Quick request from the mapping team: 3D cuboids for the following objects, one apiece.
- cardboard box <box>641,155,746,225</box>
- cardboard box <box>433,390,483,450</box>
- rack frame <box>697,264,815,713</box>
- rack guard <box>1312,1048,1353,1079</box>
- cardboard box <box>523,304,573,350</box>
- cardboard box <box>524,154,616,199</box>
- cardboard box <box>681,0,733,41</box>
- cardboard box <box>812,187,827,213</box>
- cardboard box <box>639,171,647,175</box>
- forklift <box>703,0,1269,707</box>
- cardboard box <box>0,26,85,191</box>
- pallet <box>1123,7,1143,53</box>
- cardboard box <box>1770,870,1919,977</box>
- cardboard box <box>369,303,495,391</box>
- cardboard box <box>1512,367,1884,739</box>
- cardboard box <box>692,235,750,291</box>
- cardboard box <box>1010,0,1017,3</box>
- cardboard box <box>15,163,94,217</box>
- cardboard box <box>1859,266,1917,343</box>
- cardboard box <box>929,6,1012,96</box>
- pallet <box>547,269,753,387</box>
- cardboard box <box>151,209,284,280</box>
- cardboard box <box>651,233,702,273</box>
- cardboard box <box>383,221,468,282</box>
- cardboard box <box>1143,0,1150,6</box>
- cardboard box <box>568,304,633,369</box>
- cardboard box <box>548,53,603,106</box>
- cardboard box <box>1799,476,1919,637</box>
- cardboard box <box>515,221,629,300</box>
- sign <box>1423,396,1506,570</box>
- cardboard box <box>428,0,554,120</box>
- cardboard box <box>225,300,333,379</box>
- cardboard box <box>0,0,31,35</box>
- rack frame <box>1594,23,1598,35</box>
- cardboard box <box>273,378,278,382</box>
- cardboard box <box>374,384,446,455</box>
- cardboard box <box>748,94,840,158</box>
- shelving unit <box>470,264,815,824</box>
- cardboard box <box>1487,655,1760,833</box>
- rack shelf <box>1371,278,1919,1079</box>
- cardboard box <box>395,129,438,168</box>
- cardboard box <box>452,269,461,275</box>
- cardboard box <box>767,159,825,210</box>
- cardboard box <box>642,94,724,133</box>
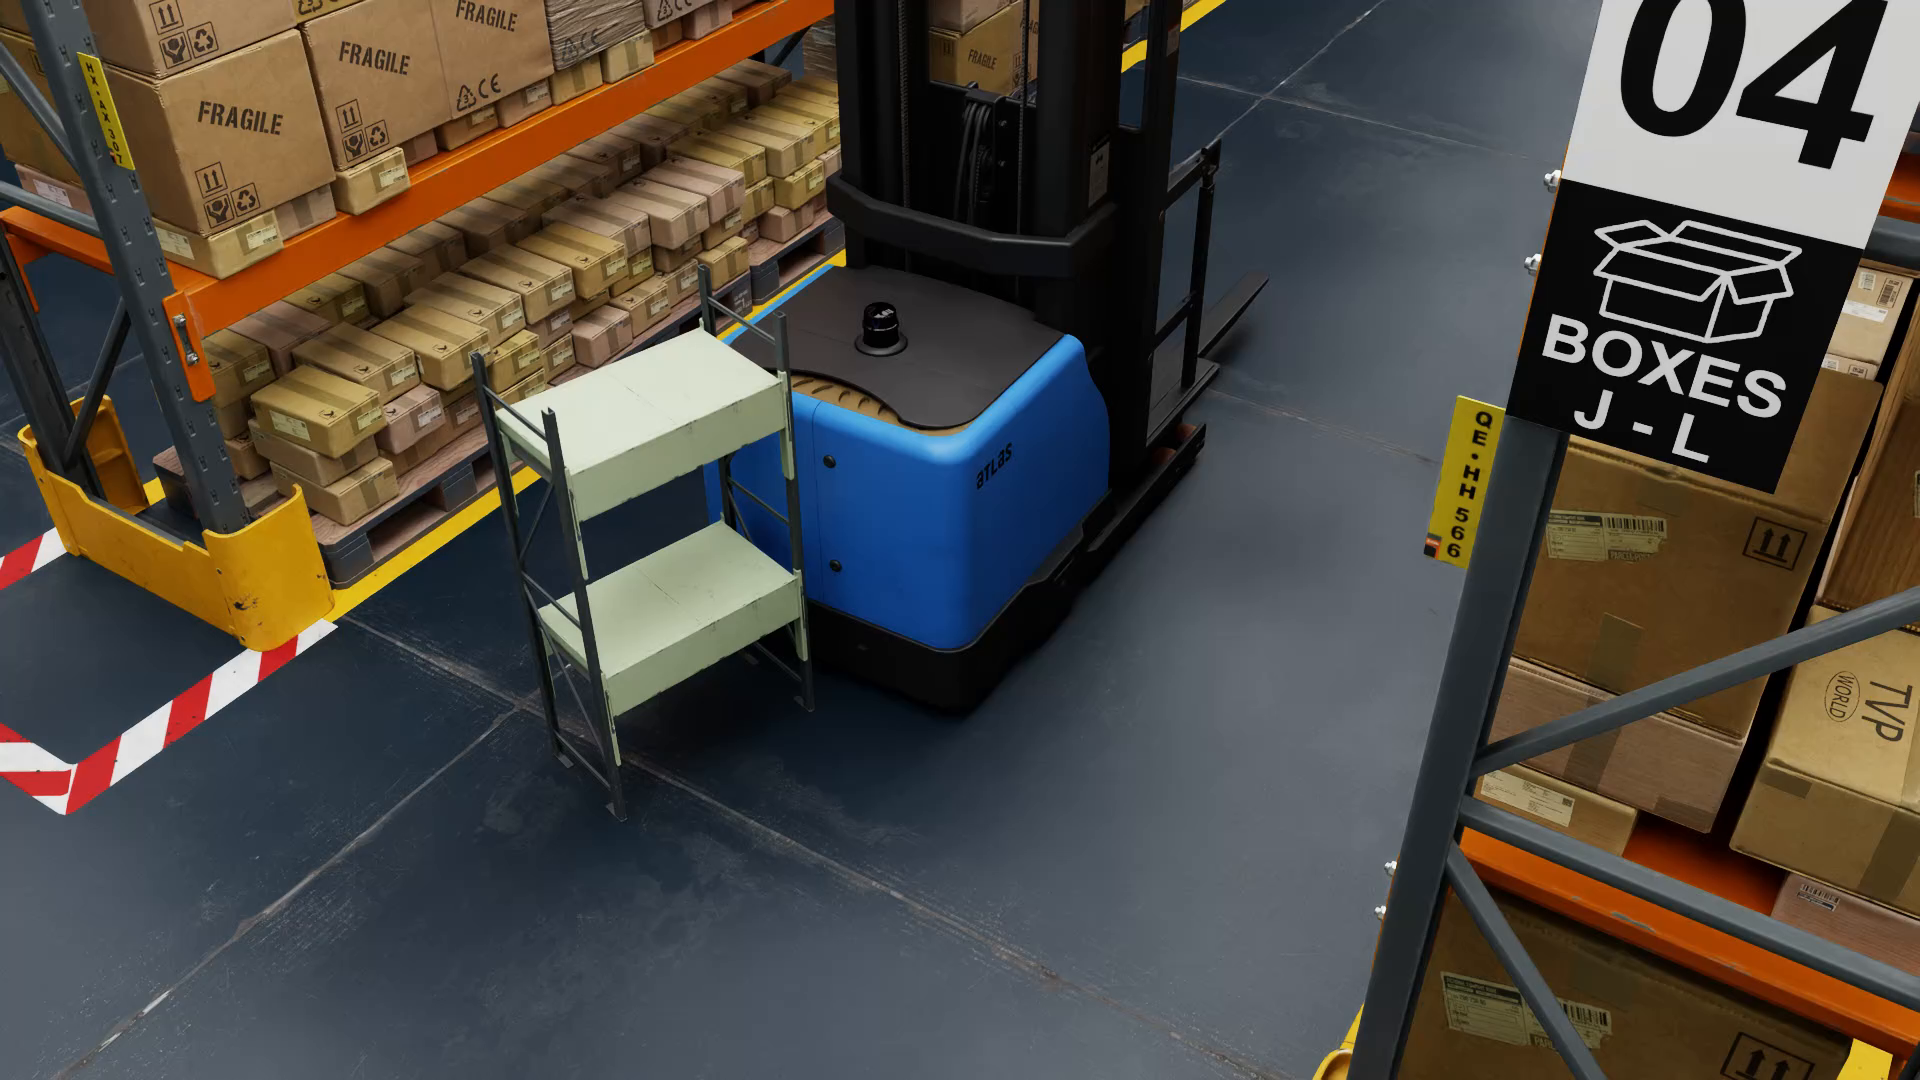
[{"bbox_3d":[-1.167,-1.539,7.293,0.380,0.149,0.250,19,42,23],"label":"cardboard box"},{"bbox_3d":[-2.087,-0.520,6.459,0.380,0.149,0.250,22,43,26],"label":"cardboard box"},{"bbox_3d":[-0.622,-0.115,5.171,0.023,1.500,0.400,-29,46,-32],"label":"rack frame"},{"bbox_3d":[1.285,1.651,3.699,1.175,0.500,0.348,21,42,25],"label":"rack guard"},{"bbox_3d":[-1.797,-0.909,6.720,0.380,0.149,0.250,19,42,23],"label":"cardboard box"},{"bbox_3d":[-1.747,-1.568,7.331,0.380,0.149,0.250,19,42,23],"label":"cardboard box"},{"bbox_3d":[-1.168,-2.203,6.857,0.380,0.149,0.250,19,42,23],"label":"cardboard box"},{"bbox_3d":[-0.826,-1.705,7.996,0.380,0.149,0.250,22,43,26],"label":"cardboard box"},{"bbox_3d":[-1.465,-1.725,7.779,0.380,0.149,0.250,19,42,23],"label":"cardboard box"},{"bbox_3d":[0.322,-1.491,5.784,1.130,2.935,3.031,20,42,24],"label":"forklift"},{"bbox_3d":[-2.813,-1.499,5.412,0.500,0.500,0.500,22,43,26],"label":"cardboard box"},{"bbox_3d":[0.375,-3.017,9.990,1.003,0.211,1.213,21,42,25],"label":"pallet"},{"bbox_3d":[1.766,0.673,3.126,0.380,0.149,0.250,22,43,26],"label":"cardboard box"},{"bbox_3d":[-1.980,-0.727,6.240,0.380,0.149,0.250,21,42,25],"label":"cardboard box"},{"bbox_3d":[1.337,-0.044,3.115,0.500,0.500,0.500,22,43,26],"label":"cardboard box"},{"bbox_3d":[-1.170,-1.278,7.442,0.380,0.149,0.250,21,42,25],"label":"cardboard box"},{"bbox_3d":[0.209,-3.131,8.944,0.500,0.250,0.500,22,43,26],"label":"cardboard box"},{"bbox_3d":[-2.900,-1.187,5.538,0.380,0.149,0.250,21,42,25],"label":"cardboard box"},{"bbox_3d":[2.424,-0.792,4.699,0.500,0.250,0.500,22,43,26],"label":"cardboard box"},{"bbox_3d":[-0.074,-2.558,8.815,0.500,0.500,0.500,23,43,27],"label":"cardboard box"},{"bbox_3d":[-1.676,-0.994,7.367,1.003,0.211,1.213,21,42,25],"label":"pallet"},{"bbox_3d":[-2.386,-0.986,5.278,0.380,0.149,0.250,21,42,25],"label":"cardboard box"},{"bbox_3d":[-1.355,-1.323,7.256,0.380,0.149,0.250,19,42,23],"label":"cardboard box"},{"bbox_3d":[-2.263,-1.210,6.866,0.380,0.149,0.250,23,43,27],"label":"cardboard box"},{"bbox_3d":[1.036,-3.635,10.212,0.500,0.500,0.500,23,43,27],"label":"cardboard box"},{"bbox_3d":[-1.595,-0.879,6.924,0.380,0.149,0.250,19,42,23],"label":"cardboard box"},{"bbox_3d":[-1.593,-1.807,6.343,0.380,0.149,0.250,23,43,27],"label":"cardboard box"},{"bbox_3d":[2.055,0.161,3.463,0.500,0.250,0.500,21,42,25],"label":"cardboard box"},{"bbox_3d":[-1.581,-1.143,6.779,0.380,0.149,0.250,22,43,26],"label":"cardboard box"},{"bbox_3d":[0.847,-0.088,2.765,0.100,0.325,0.005,21,42,25],"label":"sign"},{"bbox_3d":[-1.824,-1.857,5.876,0.500,0.500,0.500,22,43,26],"label":"cardboard box"},{"bbox_3d":[-2.584,-0.765,6.290,0.380,0.149,0.250,22,43,26],"label":"cardboard box"},{"bbox_3d":[-2.801,-1.896,5.109,0.500,0.500,0.500,20,42,24],"label":"cardboard box"},{"bbox_3d":[1.297,-1.727,1.120,1.000,3.000,0.127,21,42,25],"label":"rack frame"},{"bbox_3d":[-2.609,-0.663,6.401,0.380,0.149,0.250,20,42,24],"label":"cardboard box"},{"bbox_3d":[-2.145,-0.490,6.176,0.380,0.149,0.250,21,42,25],"label":"cardboard box"},{"bbox_3d":[-0.768,-1.947,7.823,0.380,0.149,0.250,22,43,26],"label":"cardboard box"},{"bbox_3d":[-0.895,0.034,4.977,0.755,1.500,0.431,-29,46,-32],"label":"shelving unit"},{"bbox_3d":[1.333,0.254,3.343,0.500,0.250,0.500,20,42,24],"label":"cardboard box"},{"bbox_3d":[2.369,-0.097,4.509,1.077,0.370,4.000,21,42,25],"label":"rack shelf"},{"bbox_3d":[-2.072,-1.430,5.855,0.380,0.149,0.250,23,43,27],"label":"cardboard box"},{"bbox_3d":[-2.251,-1.086,6.949,0.380,0.149,0.250,22,43,26],"label":"cardboard box"},{"bbox_3d":[-0.857,-1.689,7.732,0.380,0.149,0.250,20,42,24],"label":"cardboard box"},{"bbox_3d":[-1.345,-1.982,7.868,0.380,0.149,0.250,21,42,25],"label":"cardboard box"}]
